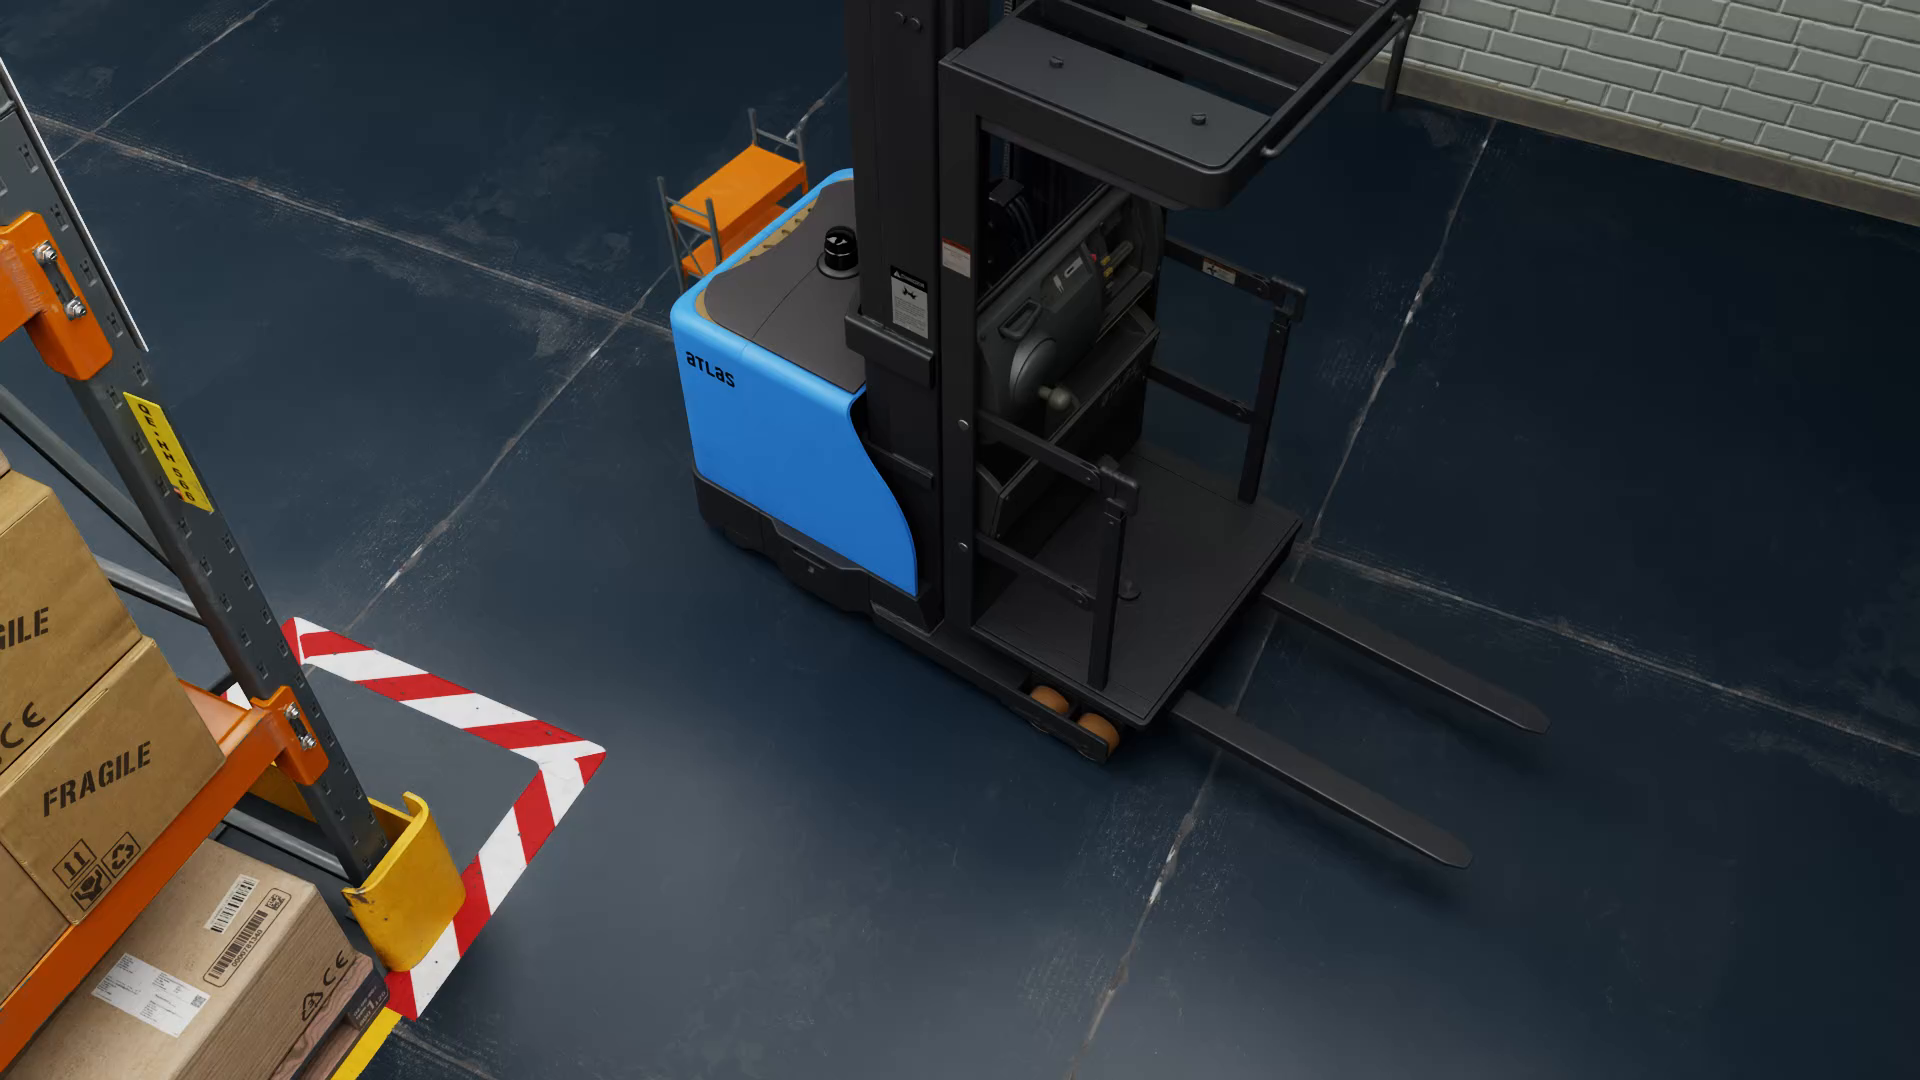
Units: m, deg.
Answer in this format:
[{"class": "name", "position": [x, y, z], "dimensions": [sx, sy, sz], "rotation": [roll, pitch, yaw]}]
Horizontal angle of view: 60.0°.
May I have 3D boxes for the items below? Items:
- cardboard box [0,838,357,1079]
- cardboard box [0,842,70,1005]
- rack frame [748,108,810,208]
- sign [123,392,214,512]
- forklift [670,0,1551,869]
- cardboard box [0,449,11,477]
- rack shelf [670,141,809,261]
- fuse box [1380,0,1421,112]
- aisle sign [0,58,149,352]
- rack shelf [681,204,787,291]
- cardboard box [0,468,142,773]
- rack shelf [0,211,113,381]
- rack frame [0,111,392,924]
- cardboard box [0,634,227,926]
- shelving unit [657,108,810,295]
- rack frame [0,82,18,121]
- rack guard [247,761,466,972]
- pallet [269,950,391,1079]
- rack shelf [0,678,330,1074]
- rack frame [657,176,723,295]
[{"class": "cardboard box", "position": [-2.351, 1.265, 4.611], "dimensions": [0.875, 0.438, 0.875], "rotation": [18, 52, 15]}, {"class": "cardboard box", "position": [-2.355, 0.810, 3.526], "dimensions": [0.500, 0.500, 0.500], "rotation": [19, 52, 15]}, {"class": "rack frame", "position": [-0.638, -1.105, 6.394], "dimensions": [0.240, 1.200, 0.015], "rotation": [27, 55, 24]}, {"class": "sign", "position": [-1.675, -0.183, 3.520], "dimensions": [0.100, 0.325, 0.005], "rotation": [20, 52, 16]}, {"class": "forklift", "position": [0.514, -0.671, 4.897], "dimensions": [3.031, 2.935, 1.130], "rotation": [28, 55, 22]}, {"class": "cardboard box", "position": [-2.132, -0.171, 3.278], "dimensions": [0.380, 0.149, 0.250], "rotation": [20, 53, 17]}, {"class": "rack shelf", "position": [-0.795, -1.216, 5.973], "dimensions": [0.258, 0.148, 0.480], "rotation": [27, 55, 24]}, {"class": "fuse box", "position": [2.065, -2.606, 7.344], "dimensions": [0.539, 1.711, 0.414], "rotation": [20, 52, 16]}, {"class": "aisle sign", "position": [-1.849, -0.708, 3.176], "dimensions": [0.394, 0.787, 0.004], "rotation": [20, 52, 16]}, {"class": "rack shelf", "position": [-0.785, -1.058, 6.149], "dimensions": [0.258, 0.148, 0.480], "rotation": [27, 55, 24]}, {"class": "cardboard box", "position": [-2.150, 0.136, 3.442], "dimensions": [0.500, 0.500, 0.500], "rotation": [21, 53, 17]}, {"class": "rack shelf", "position": [-3.014, 0.722, 2.169], "dimensions": [1.077, 0.370, 4.000], "rotation": [20, 52, 16]}, {"class": "rack frame", "position": [-2.160, 0.083, 4.210], "dimensions": [1.000, 3.000, 0.127], "rotation": [20, 52, 16]}, {"class": "cardboard box", "position": [-2.127, 0.469, 3.816], "dimensions": [0.500, 0.500, 0.500], "rotation": [20, 53, 16]}, {"class": "shelving unit", "position": [-0.779, -0.953, 6.265], "dimensions": [0.258, 1.200, 0.503], "rotation": [27, 55, 24]}, {"class": "rack frame", "position": [-2.160, -1.861, 1.925], "dimensions": [1.000, 3.000, 0.127], "rotation": [20, 52, 16]}, {"class": "rack guard", "position": [-2.150, 0.877, 5.176], "dimensions": [1.175, 0.500, 0.348], "rotation": [20, 52, 16]}, {"class": "pallet", "position": [-2.431, 1.563, 4.781], "dimensions": [1.003, 0.211, 1.213], "rotation": [20, 52, 16]}, {"class": "rack shelf", "position": [-3.014, 1.694, 3.312], "dimensions": [1.077, 0.370, 4.000], "rotation": [20, 52, 16]}, {"class": "rack frame", "position": [-0.920, -0.802, 6.136], "dimensions": [0.240, 1.200, 0.015], "rotation": [27, 55, 24]}]
